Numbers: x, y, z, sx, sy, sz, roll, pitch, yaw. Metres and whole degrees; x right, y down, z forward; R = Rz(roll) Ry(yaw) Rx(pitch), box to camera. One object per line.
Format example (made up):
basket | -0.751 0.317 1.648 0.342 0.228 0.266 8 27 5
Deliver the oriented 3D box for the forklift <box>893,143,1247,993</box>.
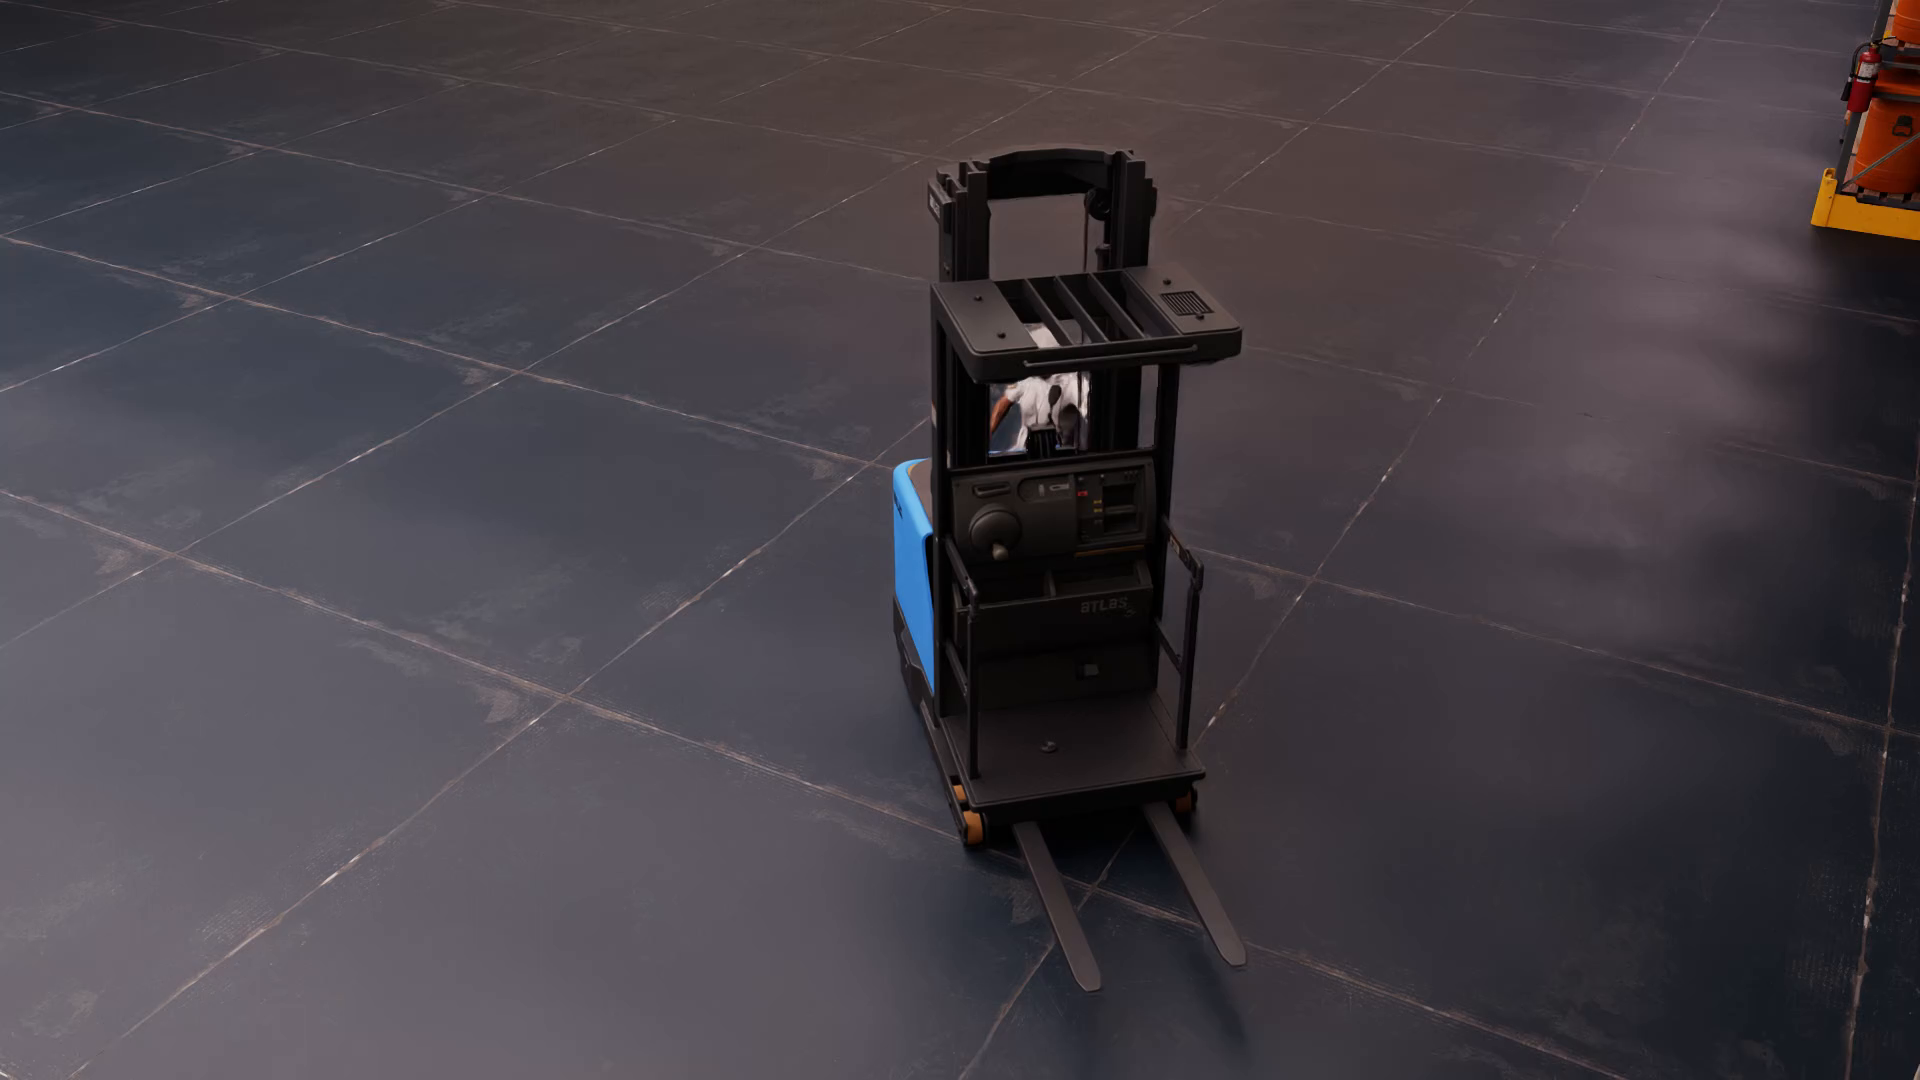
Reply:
forklift | 0.474 -0.084 7.217 1.130 2.935 3.031 -7 31 -11

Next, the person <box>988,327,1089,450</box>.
person | 0.468 -0.437 9.314 1.098 1.491 0.937 22 37 33
